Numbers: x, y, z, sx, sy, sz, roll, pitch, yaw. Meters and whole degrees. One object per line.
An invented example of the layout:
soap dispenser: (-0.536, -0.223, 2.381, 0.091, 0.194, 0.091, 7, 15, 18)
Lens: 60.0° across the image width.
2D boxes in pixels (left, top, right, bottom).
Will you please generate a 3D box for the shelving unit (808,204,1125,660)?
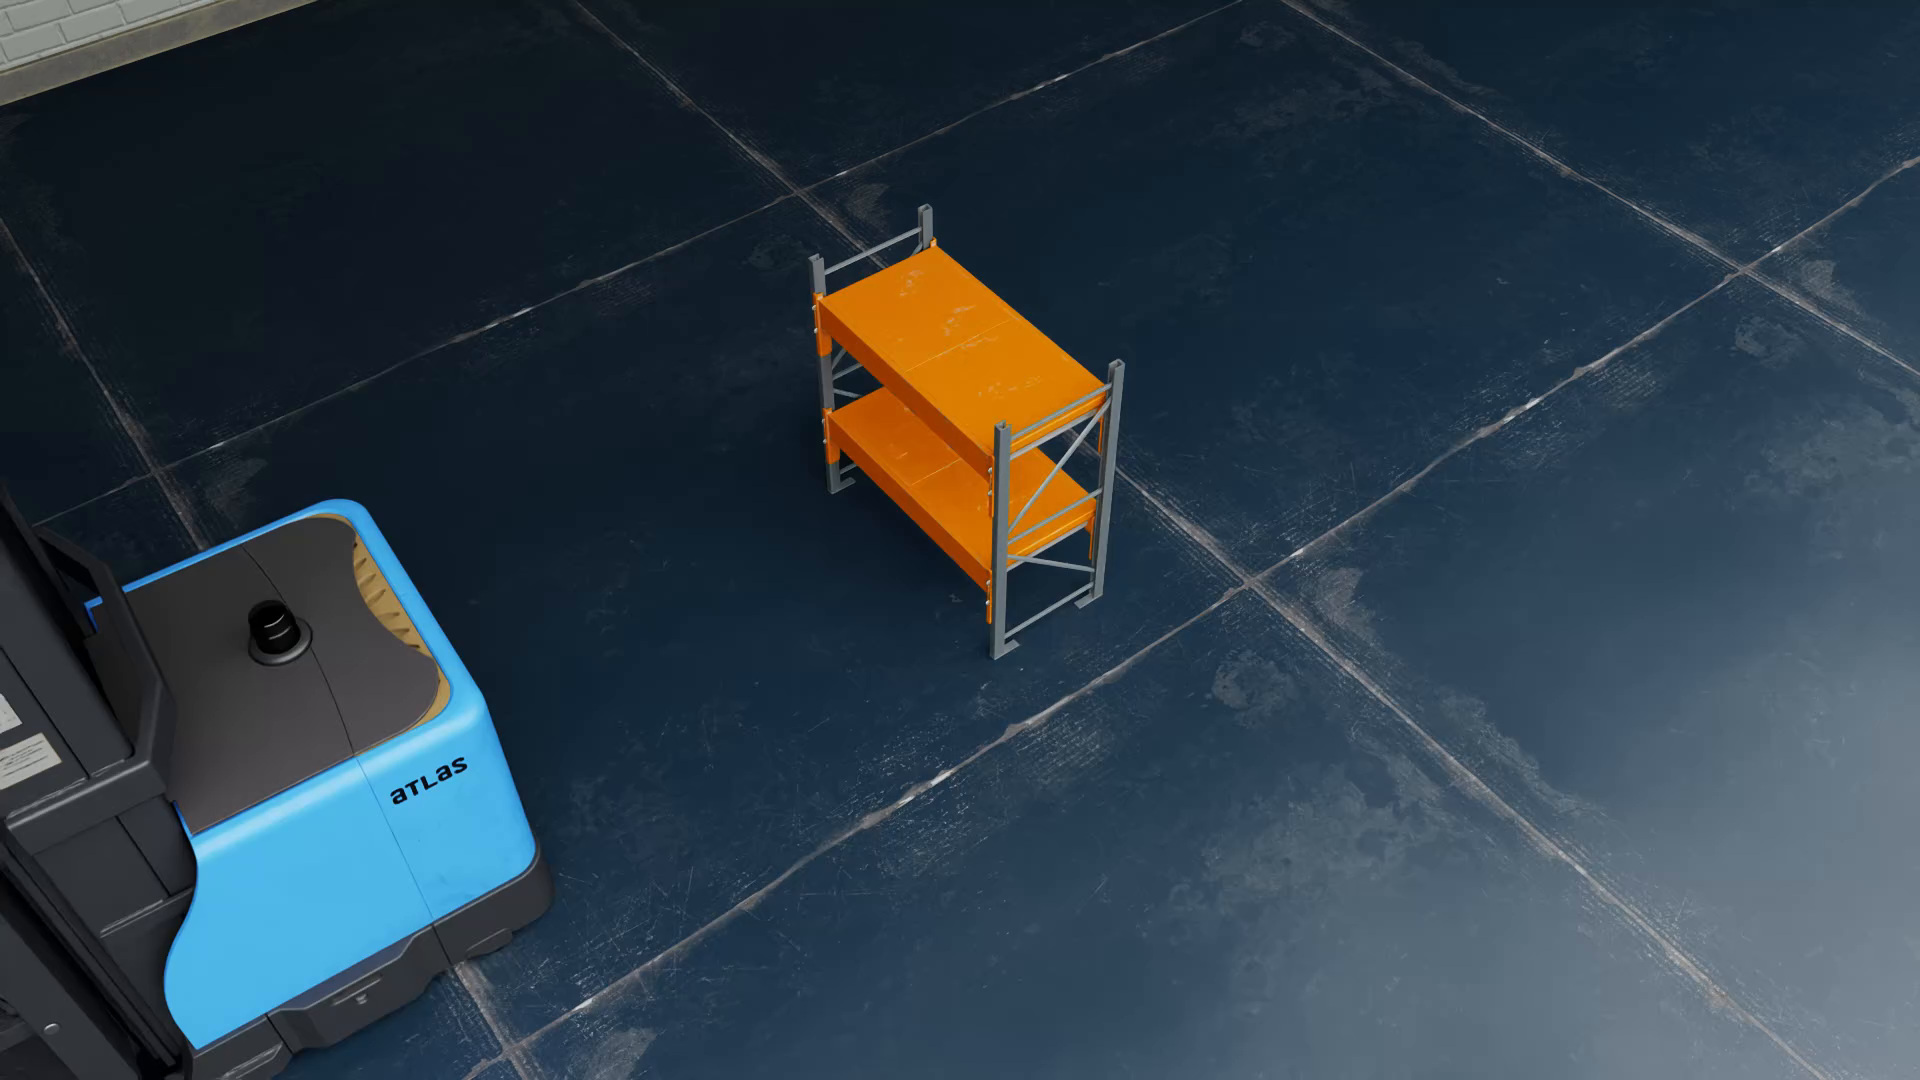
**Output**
shelving unit: (0.004, -0.374, 5.830, 0.538, 1.125, 1.048, -29, 54, -24)

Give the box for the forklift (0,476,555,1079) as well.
forklift: (-2.759, 0.505, 3.814, 3.031, 2.935, 1.130, -27, 53, -23)

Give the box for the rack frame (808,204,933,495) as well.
rack frame: (-0.304, -0.674, 6.101, 0.500, 1.125, 0.032, -29, 54, -24)

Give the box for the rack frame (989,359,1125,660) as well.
rack frame: (0.312, -0.074, 5.558, 0.500, 1.125, 0.032, -29, 54, -24)

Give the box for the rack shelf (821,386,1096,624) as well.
rack shelf: (0.004, -0.210, 6.011, 0.538, 0.278, 1.000, -29, 54, -24)

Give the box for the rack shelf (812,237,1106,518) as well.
rack shelf: (0.004, -0.570, 5.613, 0.538, 0.278, 1.000, -29, 54, -24)
